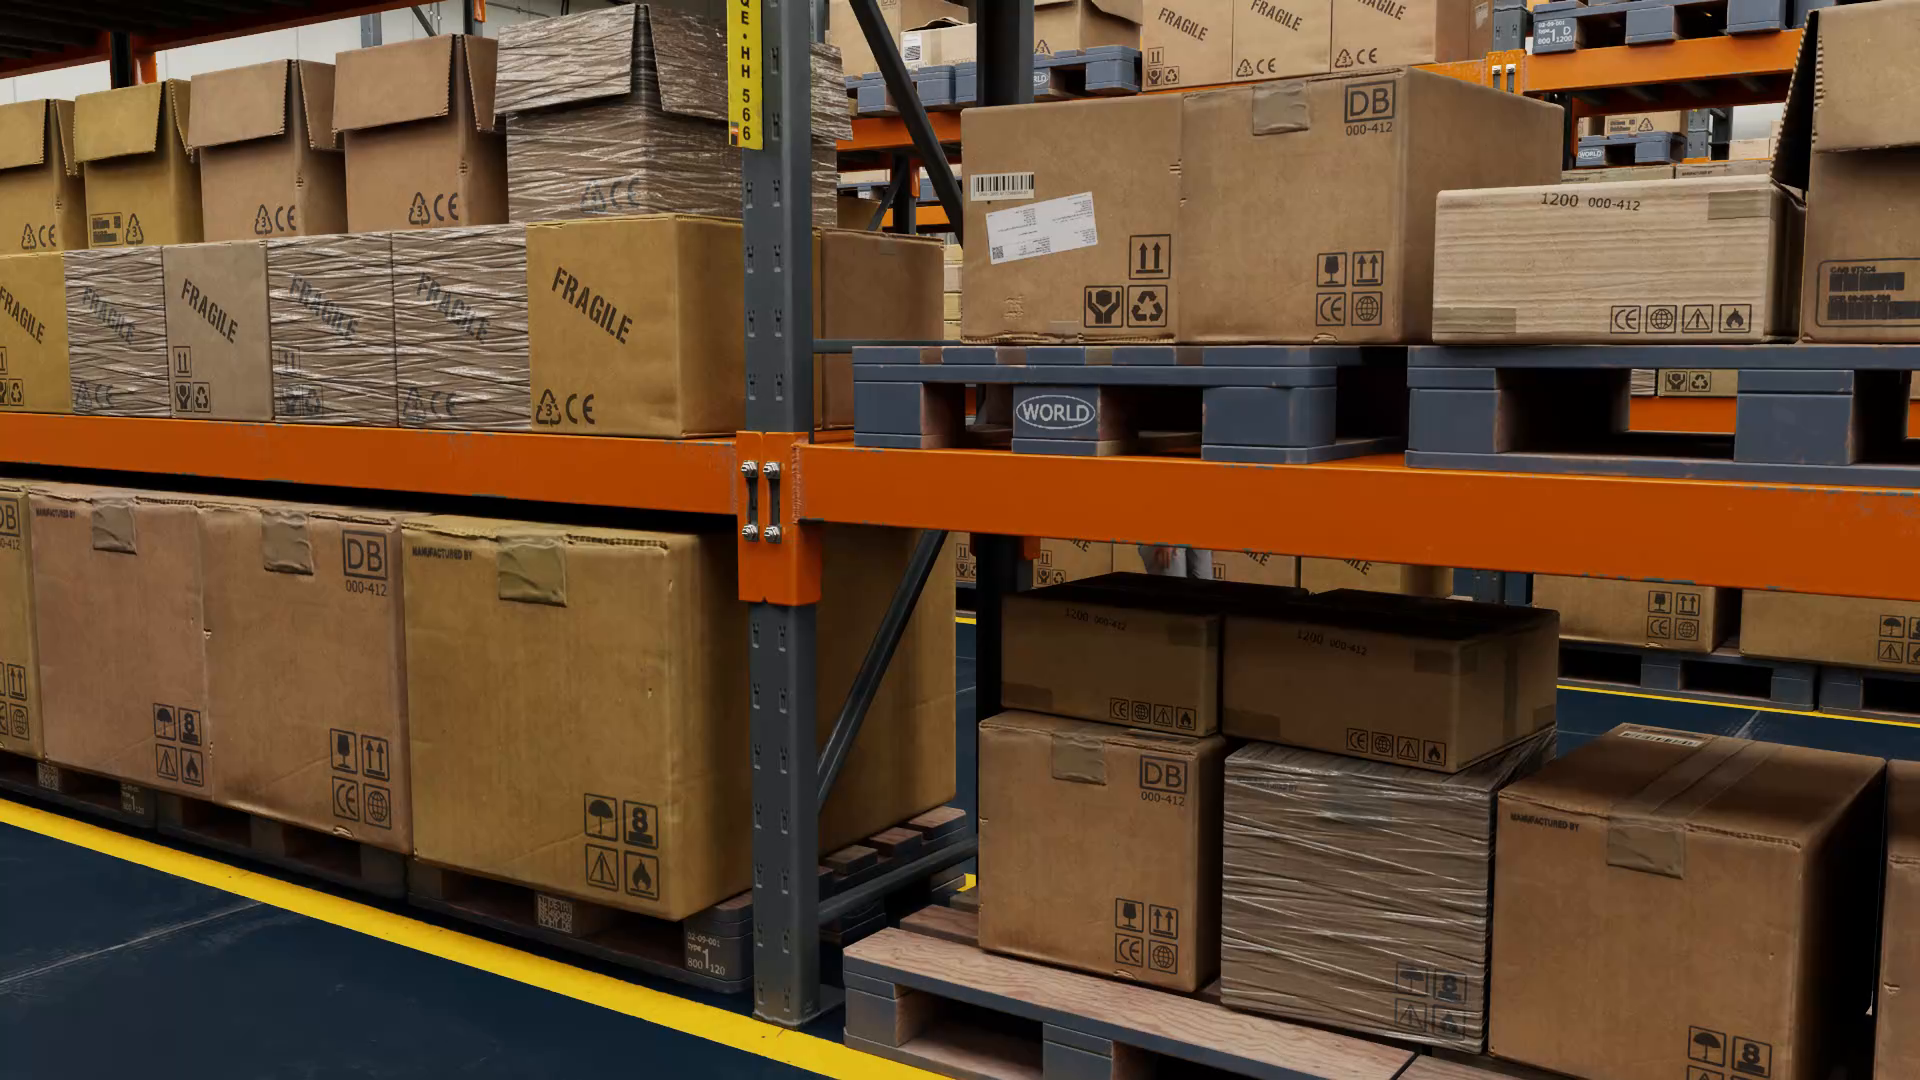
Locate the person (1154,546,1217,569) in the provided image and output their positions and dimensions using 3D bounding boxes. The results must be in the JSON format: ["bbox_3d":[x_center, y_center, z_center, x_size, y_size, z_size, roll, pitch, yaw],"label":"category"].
[{"bbox_3d":[0.834,-0.016,6.338,0.344,1.593,0.451,4,8,34],"label":"person"}]
